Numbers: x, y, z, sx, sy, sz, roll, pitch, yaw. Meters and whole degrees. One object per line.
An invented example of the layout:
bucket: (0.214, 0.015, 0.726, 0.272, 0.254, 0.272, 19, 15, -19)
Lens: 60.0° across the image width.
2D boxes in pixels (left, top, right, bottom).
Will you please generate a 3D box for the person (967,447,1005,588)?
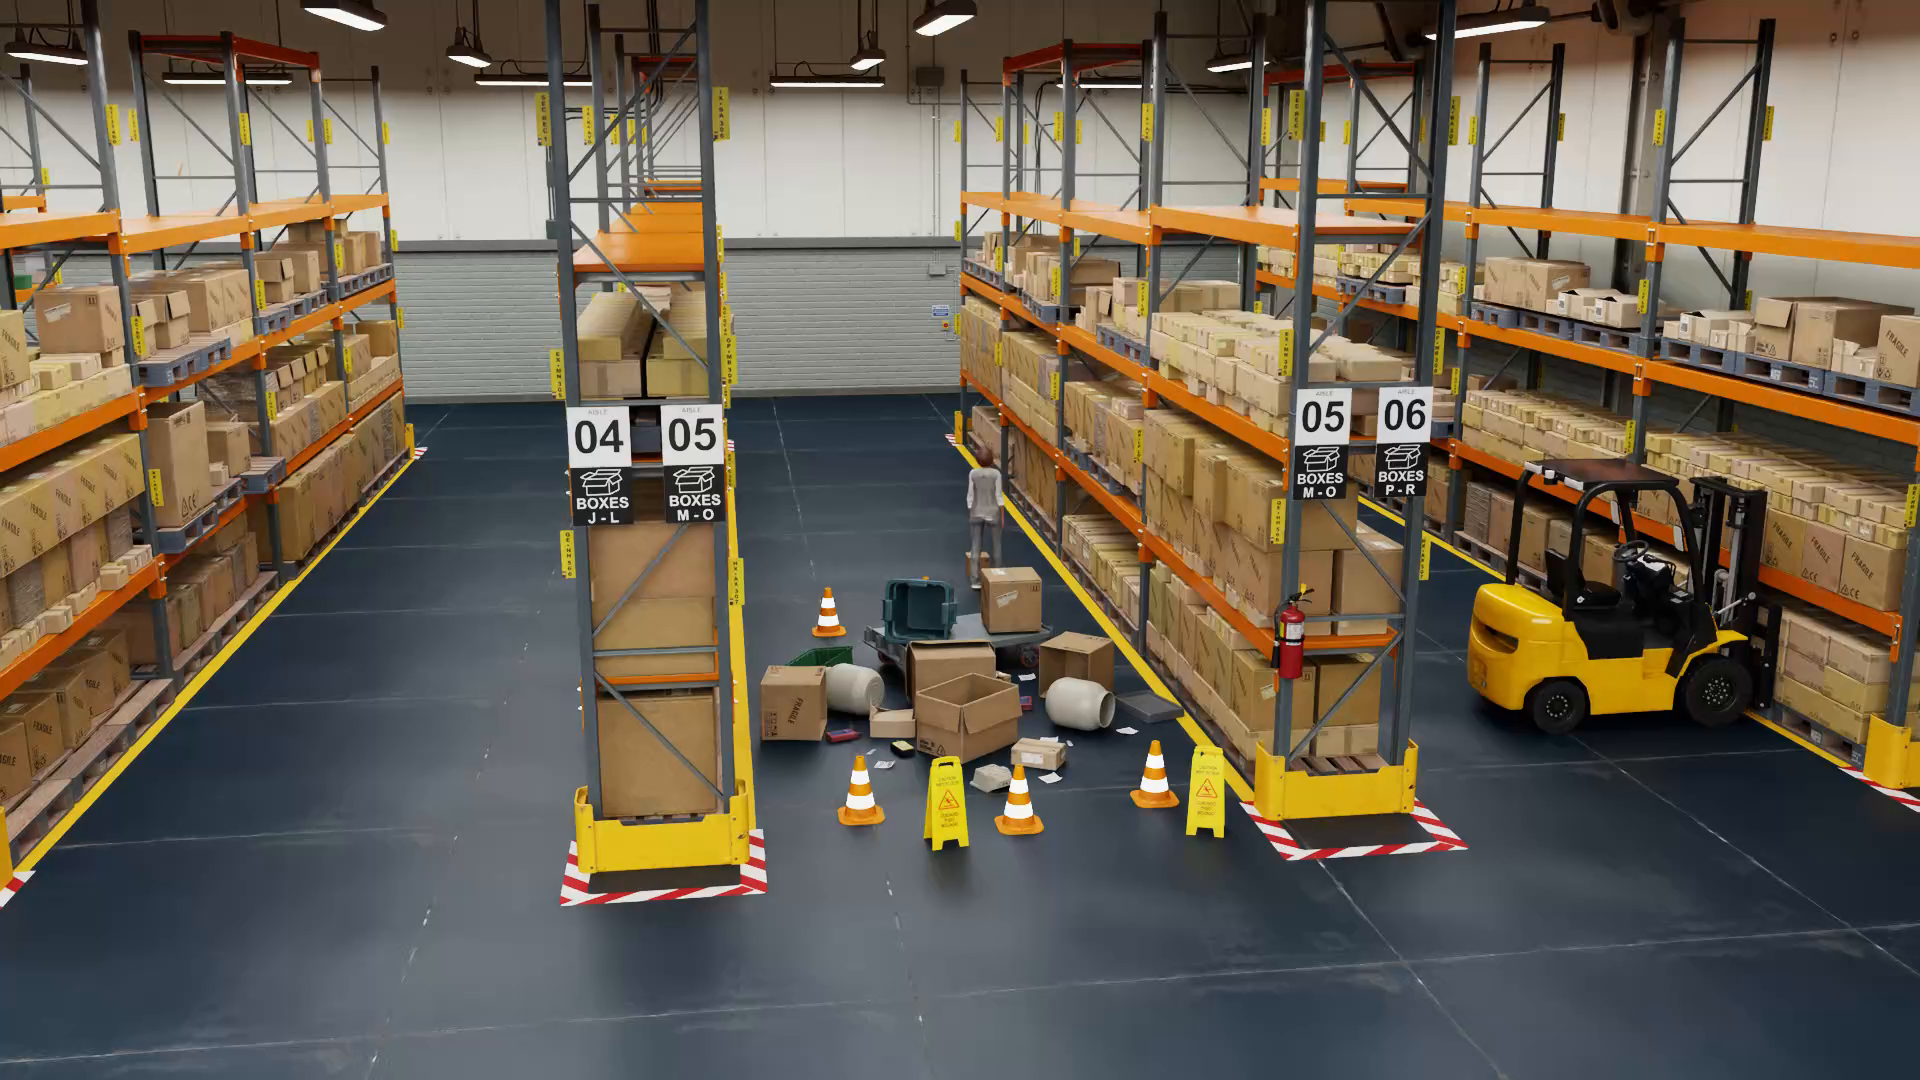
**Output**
person: (0.295, -0.274, 18.644, 0.425, 1.598, 0.574, 1, 13, 5)
